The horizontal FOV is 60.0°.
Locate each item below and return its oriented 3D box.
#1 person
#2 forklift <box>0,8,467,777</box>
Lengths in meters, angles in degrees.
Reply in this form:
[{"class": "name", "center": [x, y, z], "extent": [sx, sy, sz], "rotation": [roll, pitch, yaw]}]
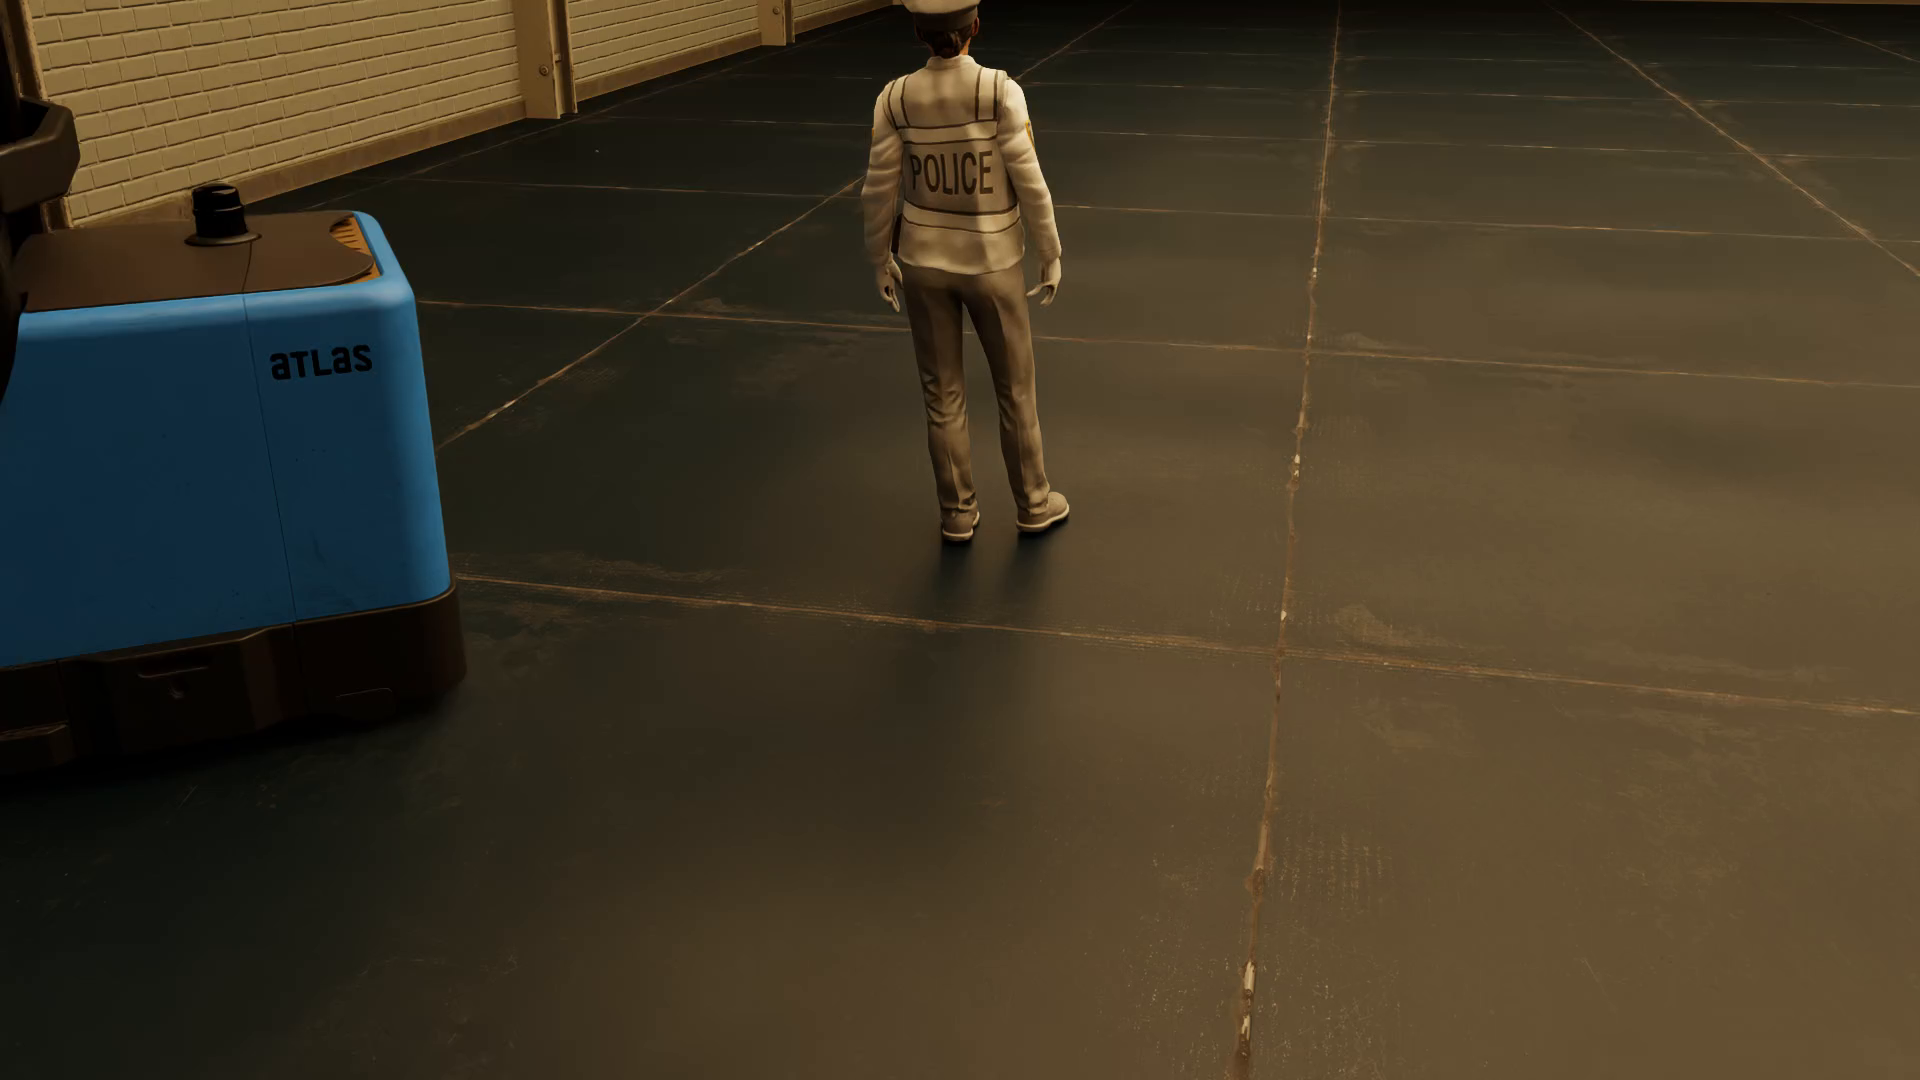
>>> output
[{"class": "person", "center": [0.021, -0.816, 4.886], "extent": [0.588, 1.695, 0.531], "rotation": [5, 23, 11]}, {"class": "forklift", "center": [-2.793, -0.888, 3.444], "extent": [3.031, 2.935, 1.130], "rotation": [-9, 24, -21]}]
